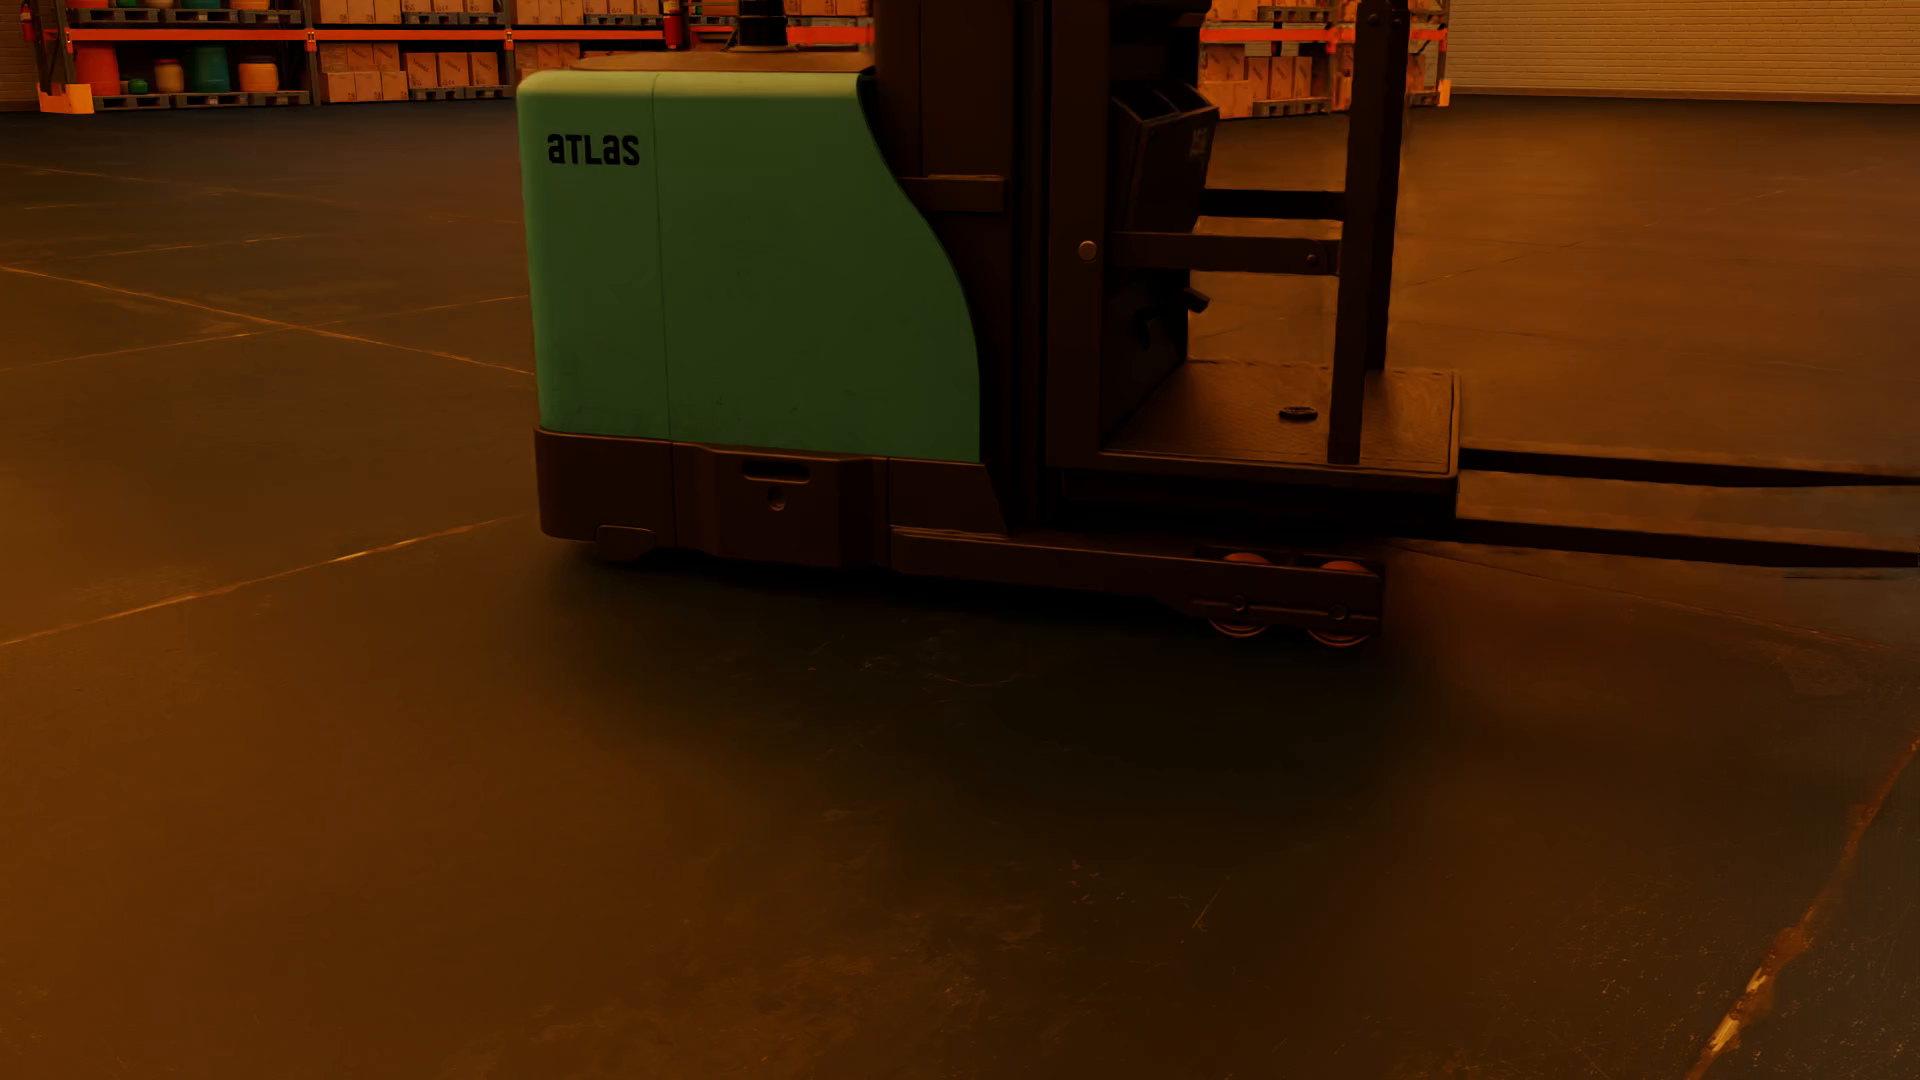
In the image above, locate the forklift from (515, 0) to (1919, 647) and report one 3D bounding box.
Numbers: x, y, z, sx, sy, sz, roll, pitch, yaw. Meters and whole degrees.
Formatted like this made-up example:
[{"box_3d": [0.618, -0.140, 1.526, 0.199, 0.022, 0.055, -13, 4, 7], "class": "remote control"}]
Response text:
[{"box_3d": [0.620, -1.365, 3.393, 3.031, 2.935, 1.130, 5, 18, 16], "class": "forklift"}]
